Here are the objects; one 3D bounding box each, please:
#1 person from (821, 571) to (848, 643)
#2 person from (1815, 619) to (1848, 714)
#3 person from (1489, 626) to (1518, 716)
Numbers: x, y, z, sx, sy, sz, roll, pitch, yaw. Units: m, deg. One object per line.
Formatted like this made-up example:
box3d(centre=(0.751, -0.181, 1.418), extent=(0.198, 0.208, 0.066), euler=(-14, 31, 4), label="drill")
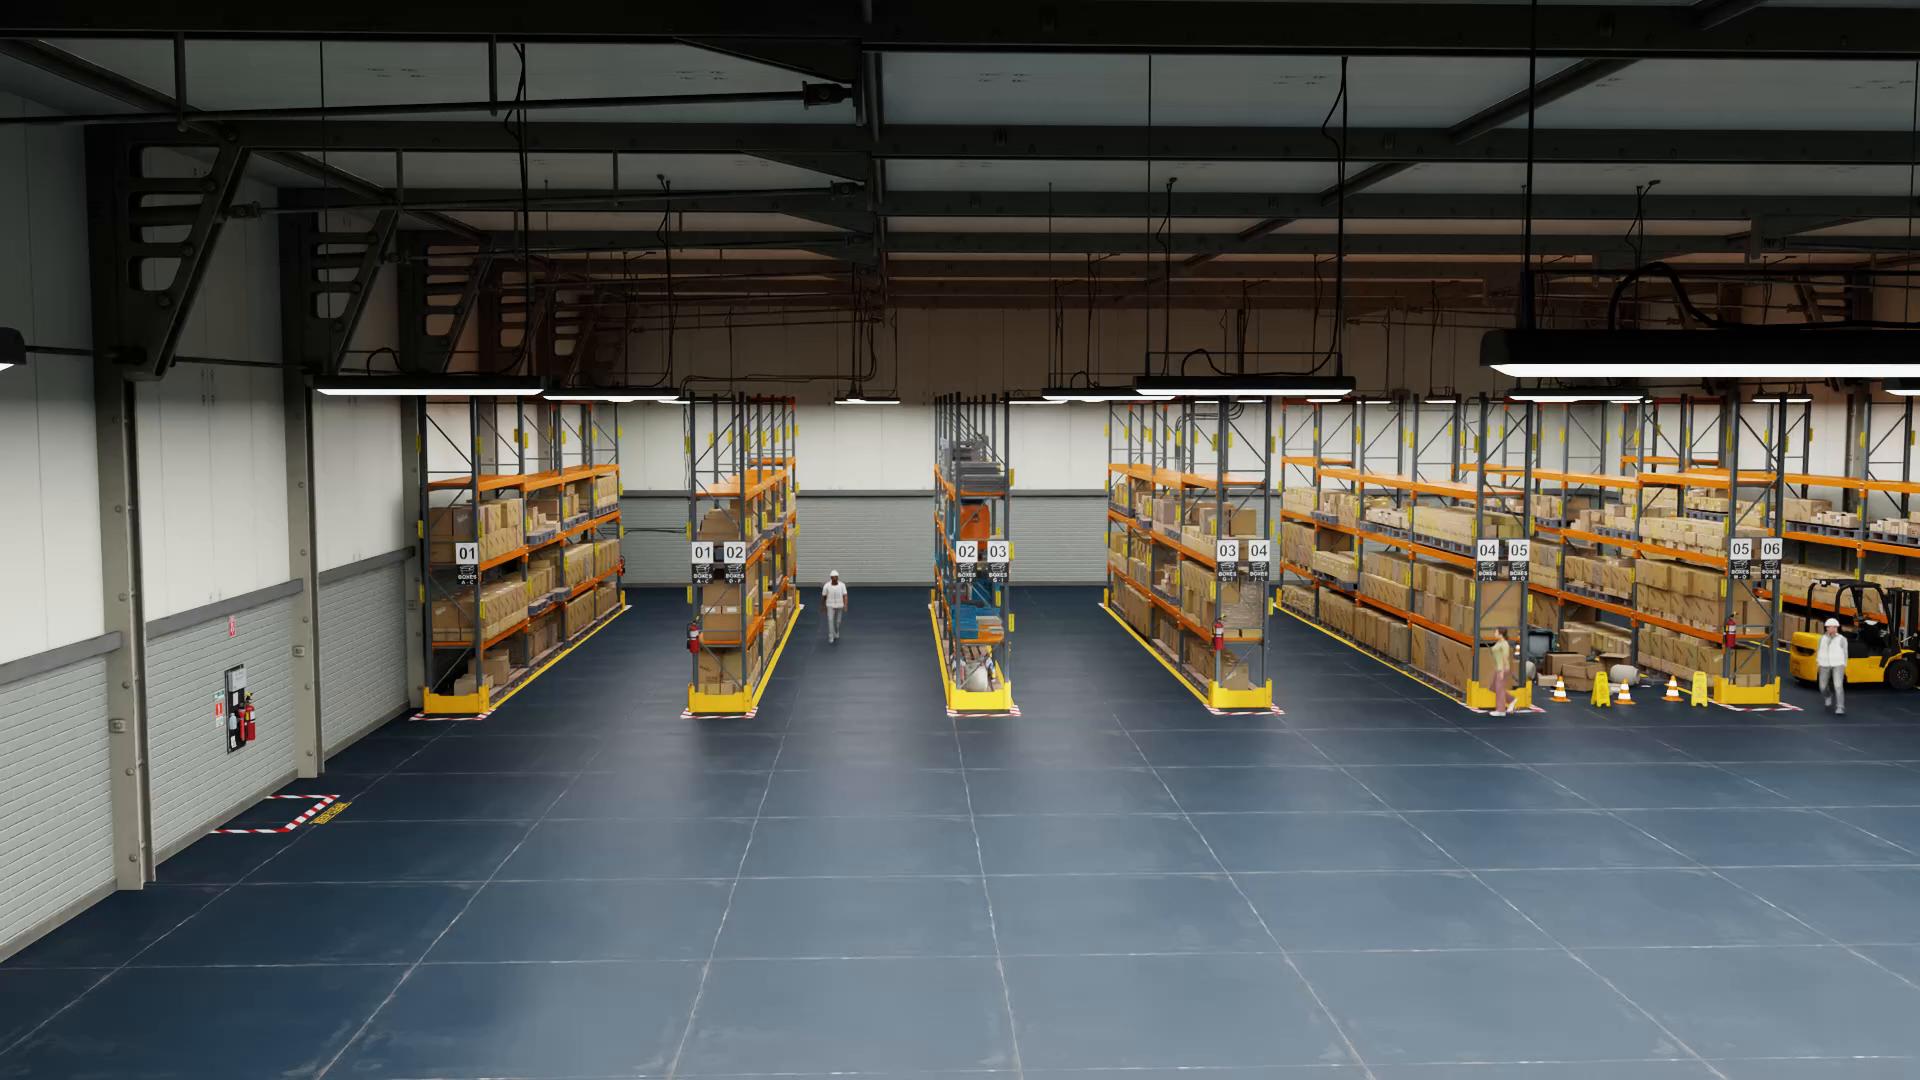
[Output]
box3d(centre=(-3.045, 1.603, 40.413), extent=(0.634, 1.695, 1.067), euler=(-1, 5, -11), label="person")
box3d(centre=(16.362, 2.346, 31.198), extent=(0.536, 1.739, 0.746), euler=(4, 6, 39), label="person")
box3d(centre=(10.075, 2.416, 30.756), extent=(0.570, 1.659, 0.450), euler=(0, 5, -1), label="person")
